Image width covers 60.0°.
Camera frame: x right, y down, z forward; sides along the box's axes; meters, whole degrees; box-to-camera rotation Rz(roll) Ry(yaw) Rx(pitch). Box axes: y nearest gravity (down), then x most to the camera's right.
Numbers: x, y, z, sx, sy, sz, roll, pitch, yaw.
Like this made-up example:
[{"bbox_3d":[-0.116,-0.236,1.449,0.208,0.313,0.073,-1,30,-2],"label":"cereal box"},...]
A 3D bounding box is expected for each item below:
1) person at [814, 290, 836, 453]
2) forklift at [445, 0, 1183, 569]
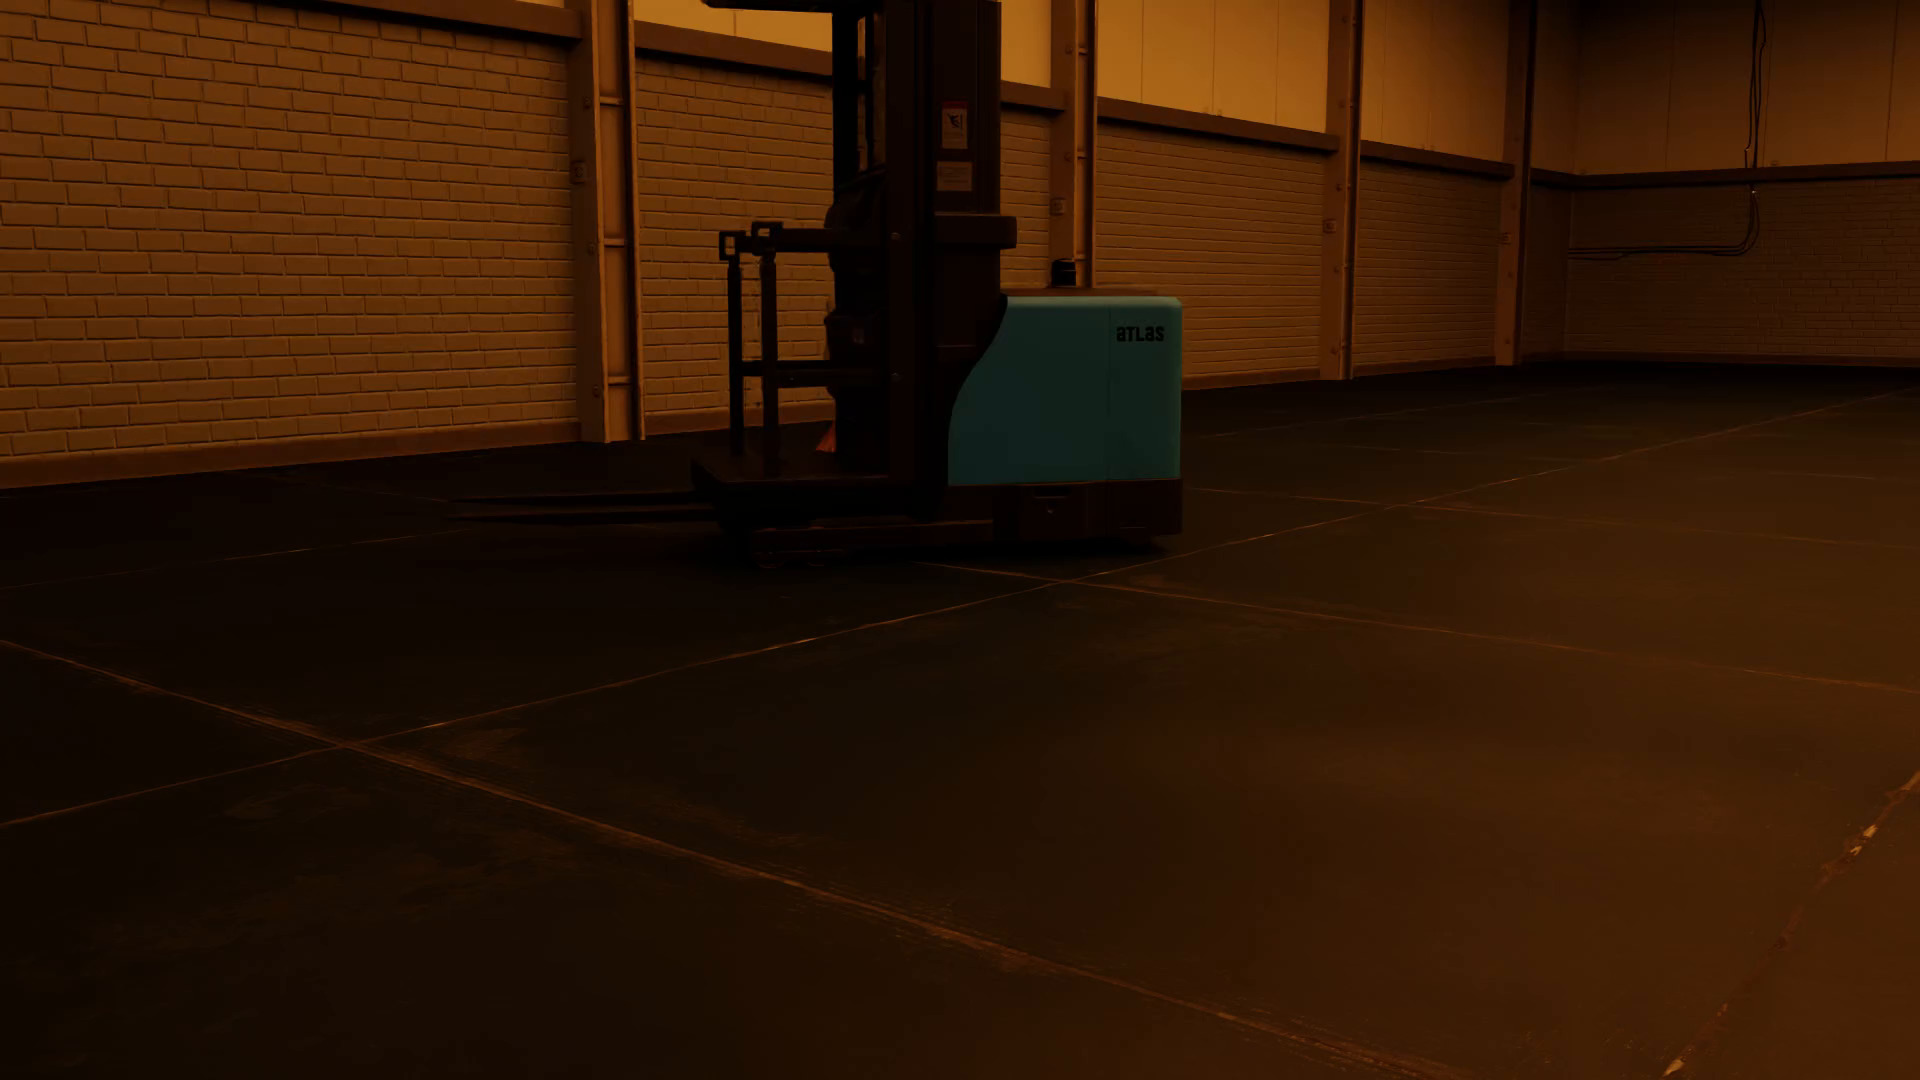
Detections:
[{"bbox_3d":[-0.560,-0.932,9.365,0.593,1.097,0.564,6,10,36],"label":"person"},{"bbox_3d":[-0.623,-1.419,6.977,3.031,2.935,1.130,-2,9,-15],"label":"forklift"}]
